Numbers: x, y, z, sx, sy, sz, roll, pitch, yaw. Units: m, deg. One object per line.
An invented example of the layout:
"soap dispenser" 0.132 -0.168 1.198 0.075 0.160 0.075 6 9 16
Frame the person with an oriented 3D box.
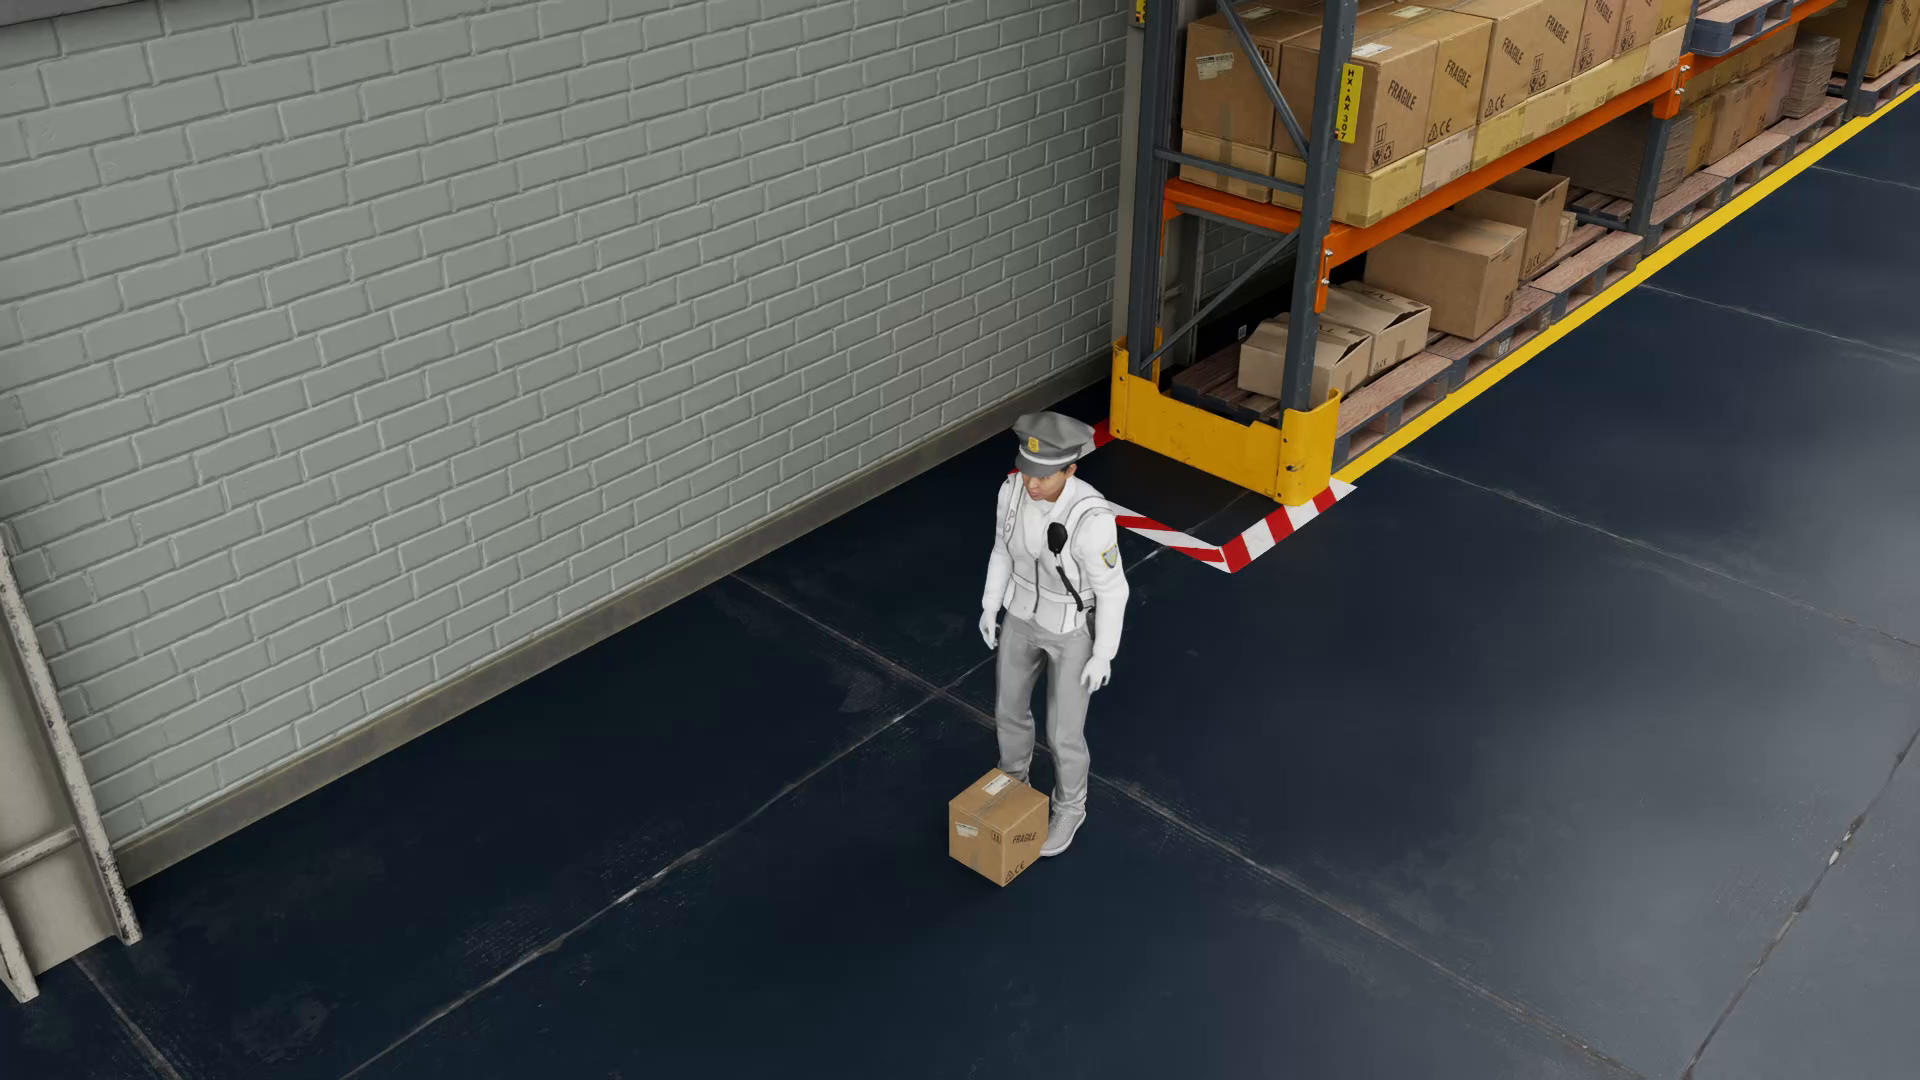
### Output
"person" 0.298 0.310 5.624 0.545 1.664 0.375 23 38 32
